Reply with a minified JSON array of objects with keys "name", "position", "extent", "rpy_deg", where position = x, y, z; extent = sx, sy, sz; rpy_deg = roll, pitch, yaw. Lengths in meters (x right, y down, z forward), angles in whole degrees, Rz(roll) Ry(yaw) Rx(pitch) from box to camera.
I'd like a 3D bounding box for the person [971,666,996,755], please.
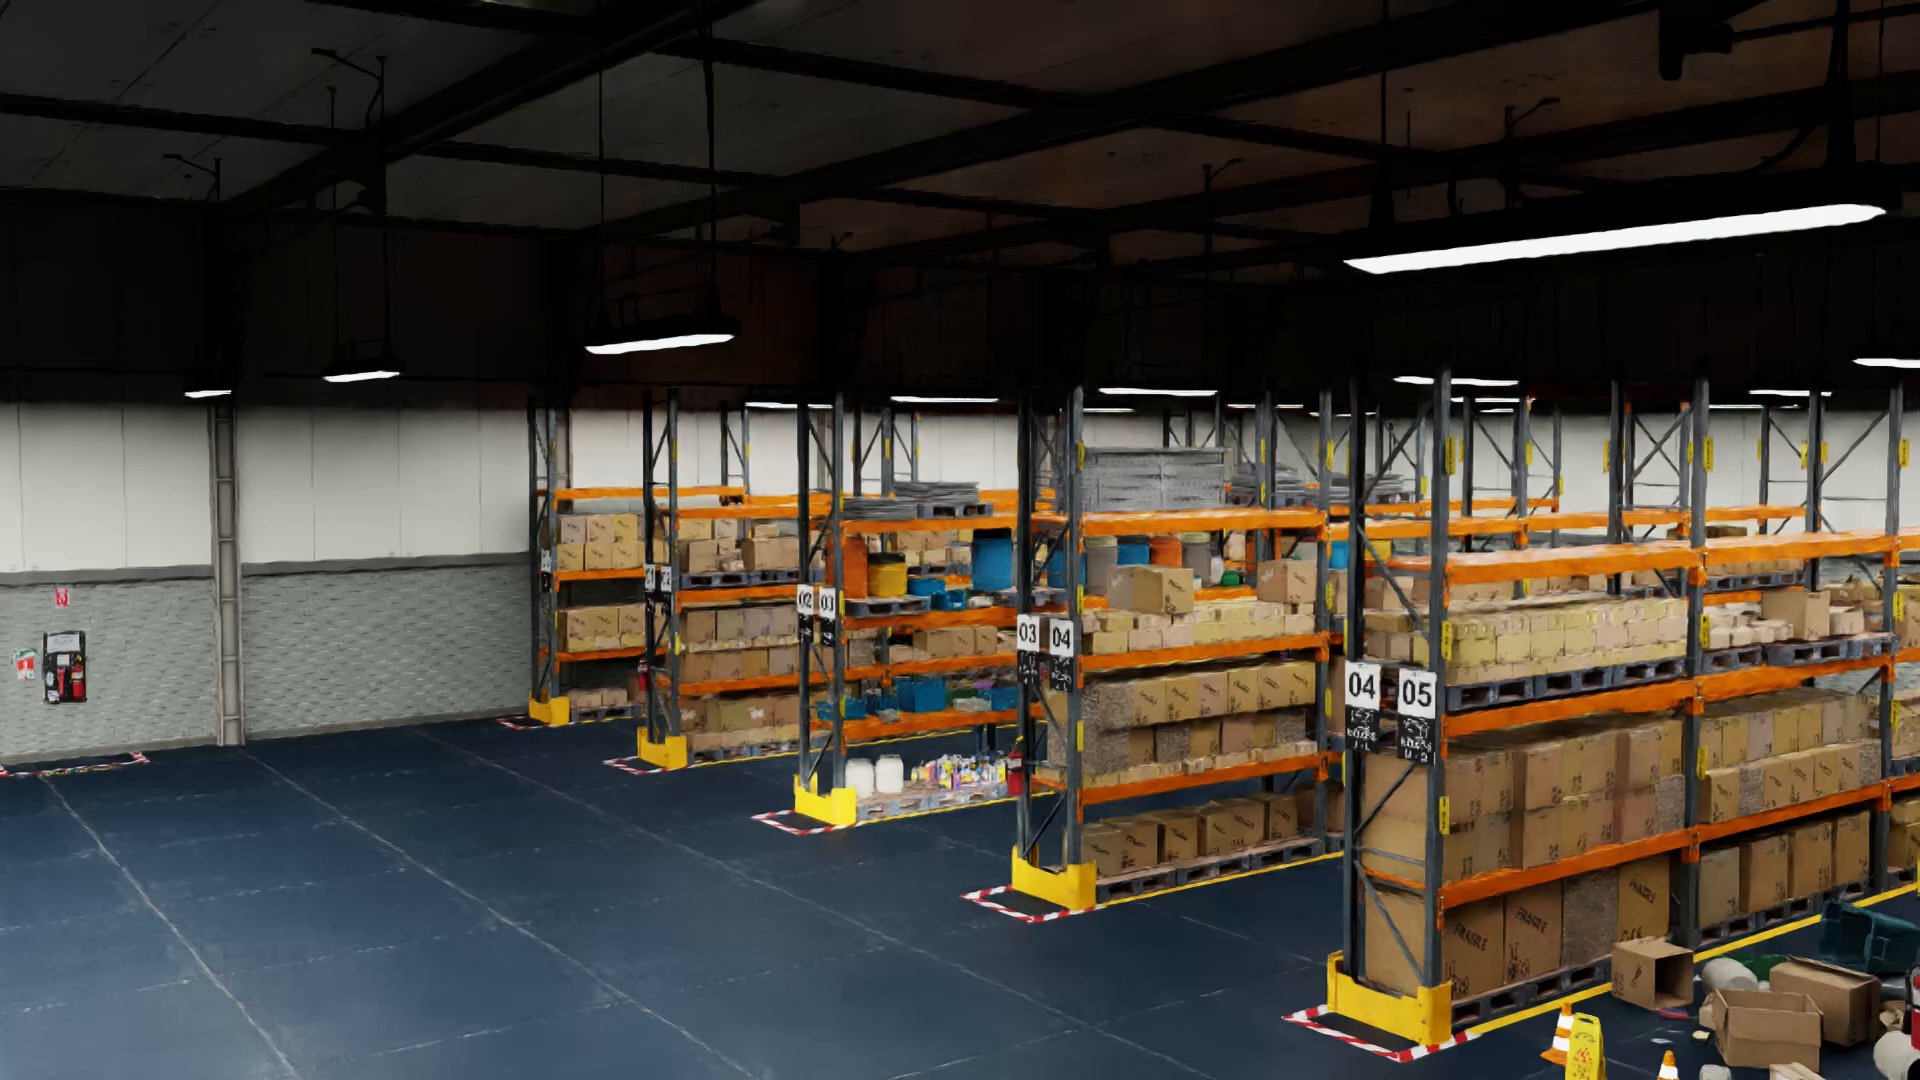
[{"name":"person","position":[0.365,2.792,26.463],"extent":[0.467,1.597,0.450],"rpy_deg":[0,3,-5]}]
